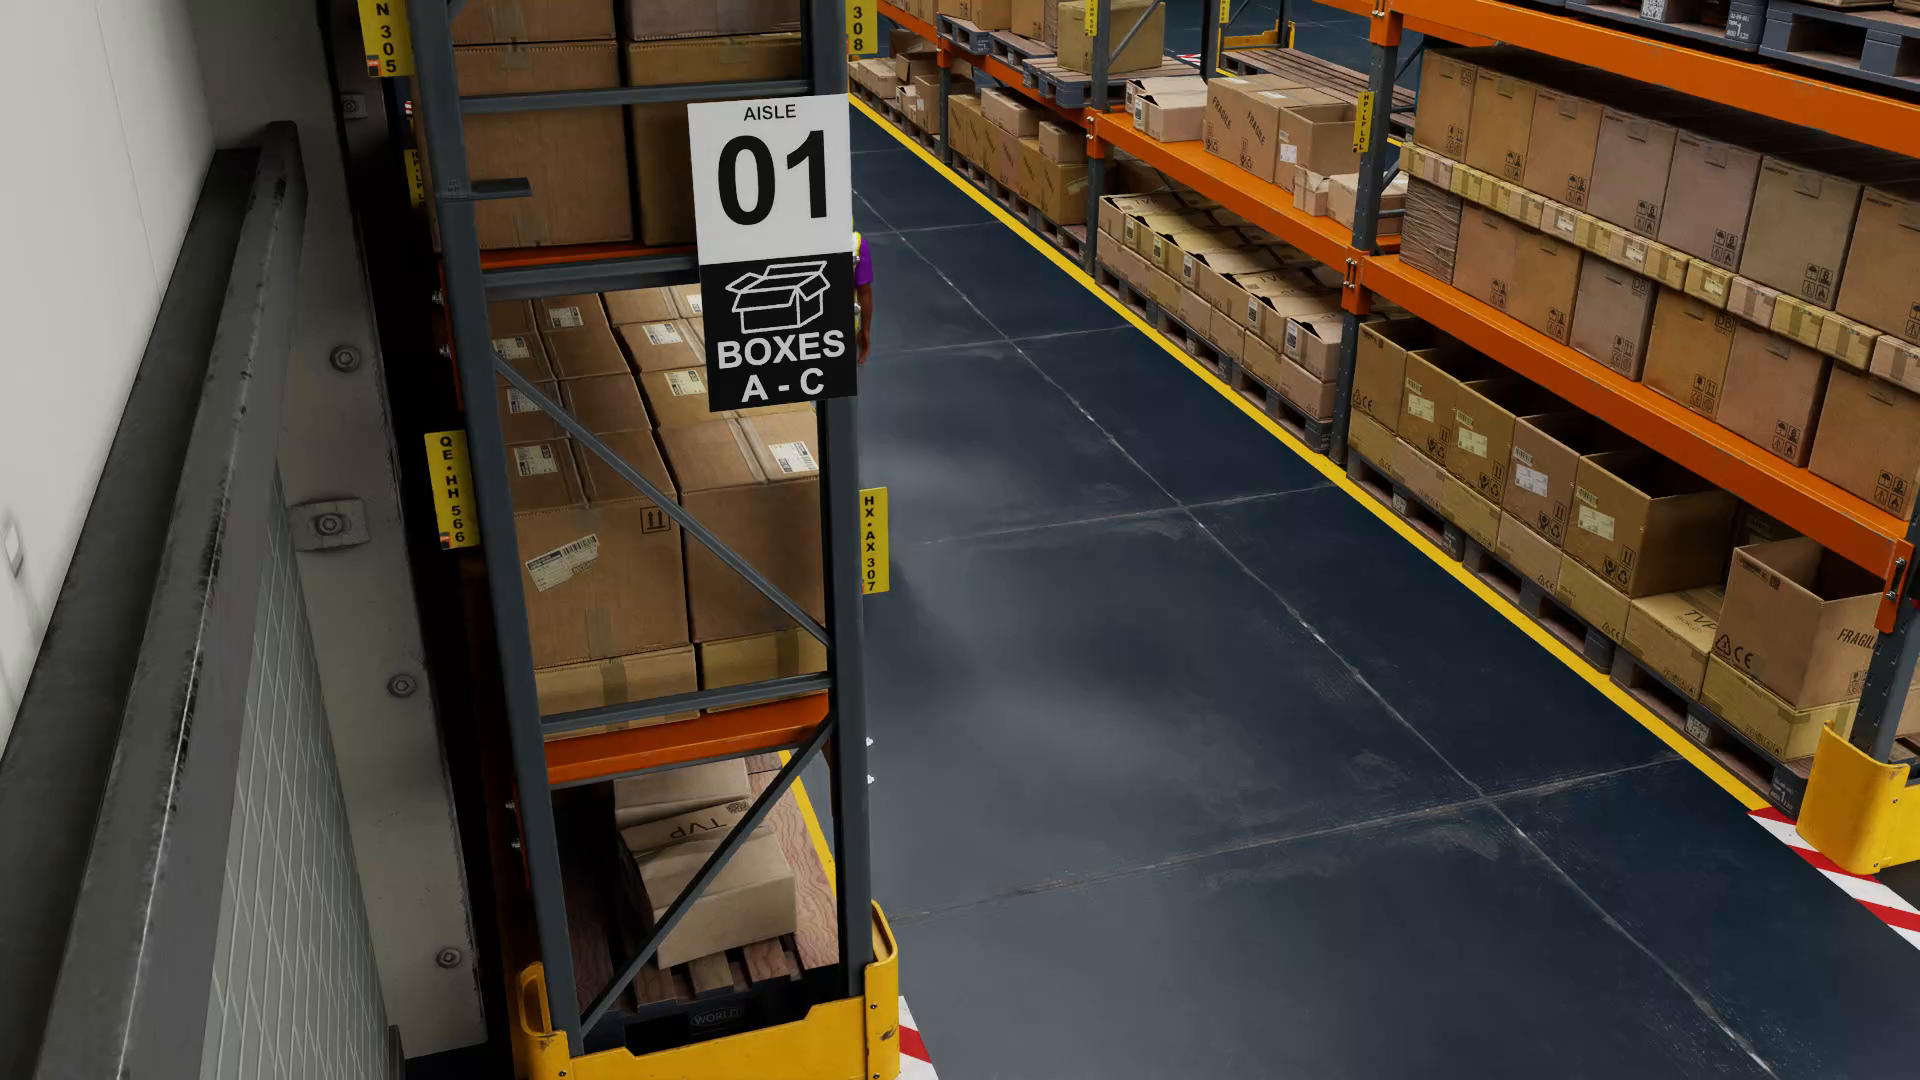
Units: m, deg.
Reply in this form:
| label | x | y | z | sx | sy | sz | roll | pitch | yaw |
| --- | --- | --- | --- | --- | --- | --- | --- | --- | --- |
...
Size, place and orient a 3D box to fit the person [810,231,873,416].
| label | x | y | z | sx | sy | sz | roll | pitch | yaw |
| --- | --- | --- | --- | --- | --- | --- | --- | --- | --- |
| person | -0.783 | -1.219 | 9.539 | 0.564 | 1.739 | 0.859 | -8 | 27 | -16 |
